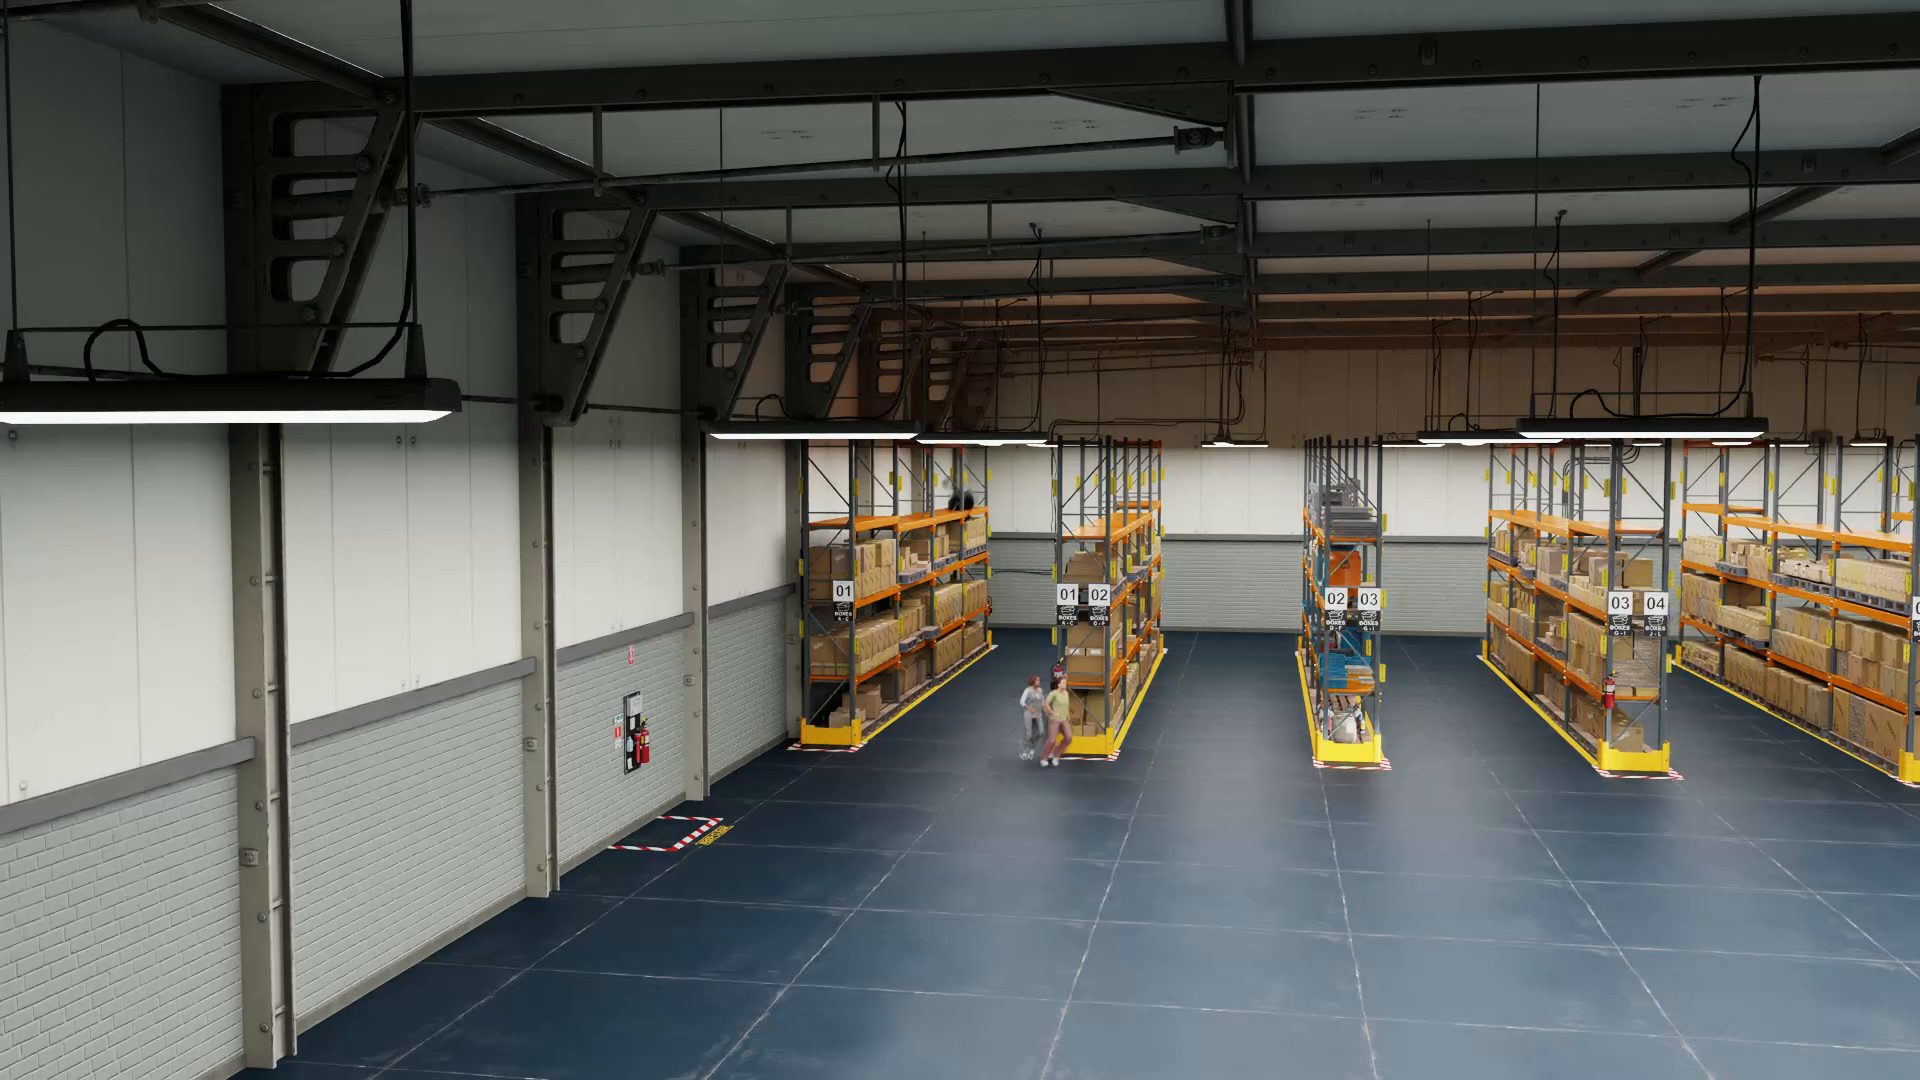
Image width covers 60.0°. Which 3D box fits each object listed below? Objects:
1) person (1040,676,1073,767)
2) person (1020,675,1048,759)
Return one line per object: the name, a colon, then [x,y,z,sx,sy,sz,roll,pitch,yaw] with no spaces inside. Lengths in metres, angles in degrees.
person: [1.809,3.274,30.101,0.638,1.620,0.616,-2,4,-33]
person: [1.382,3.276,30.742,0.617,1.556,0.543,-2,4,-29]
